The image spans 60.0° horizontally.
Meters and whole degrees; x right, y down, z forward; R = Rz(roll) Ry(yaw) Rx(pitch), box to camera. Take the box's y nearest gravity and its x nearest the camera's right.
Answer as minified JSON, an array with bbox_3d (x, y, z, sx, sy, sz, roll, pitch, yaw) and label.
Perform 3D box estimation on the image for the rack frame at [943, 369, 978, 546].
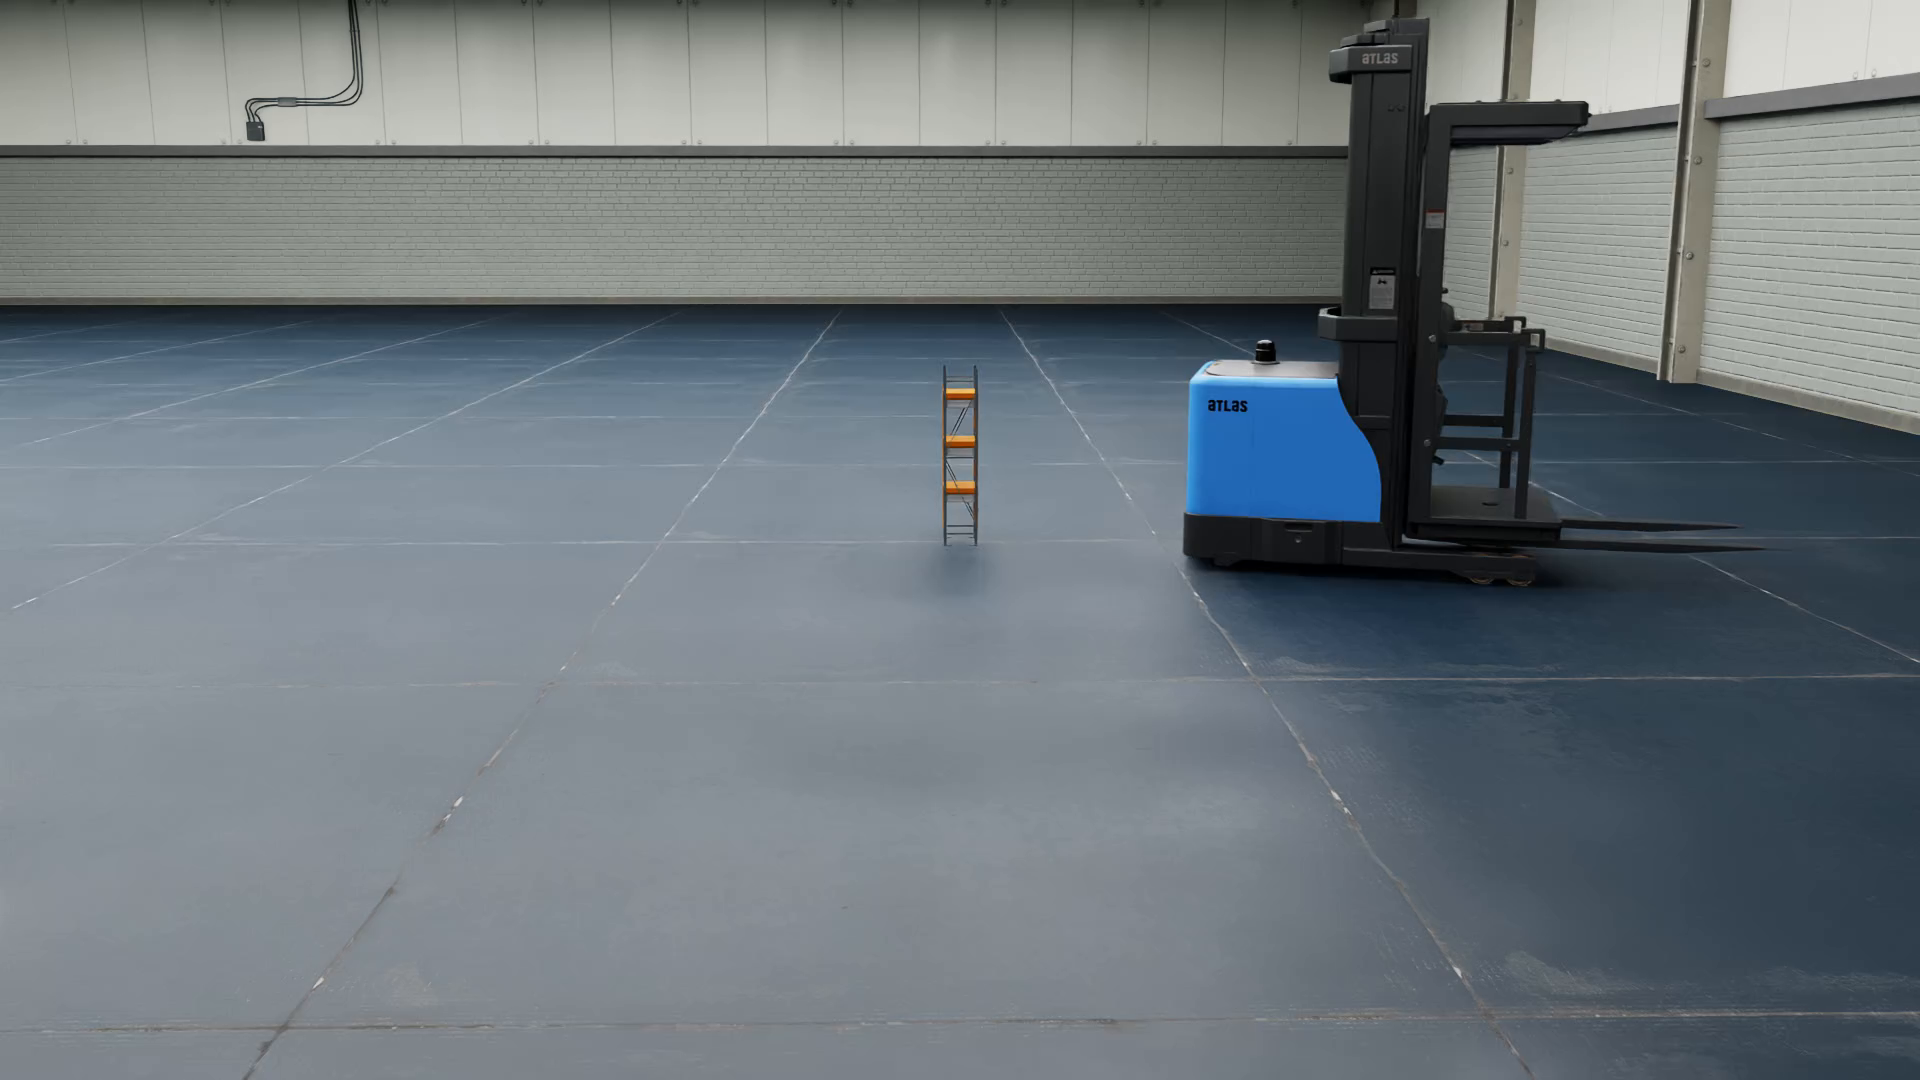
[{"bbox_3d":[0.004,-0.480,9.783,0.200,1.050,0.008,0,11,-1],"label":"rack frame"}]

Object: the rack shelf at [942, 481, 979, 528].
[{"bbox_3d":[0.001,-0.221,9.960,0.215,0.259,0.240,0,11,-1],"label":"rack shelf"}]

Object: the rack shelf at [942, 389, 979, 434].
[{"bbox_3d":[0.001,-0.772,9.848,0.215,0.259,0.240,0,11,-1],"label":"rack shelf"}]

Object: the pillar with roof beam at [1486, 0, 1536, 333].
[{"bbox_3d":[3.773,-7.401,23.907,9.100,9.000,0.400,0,11,-1],"label":"pillar with roof beam"}]

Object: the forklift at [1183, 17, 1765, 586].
[{"bbox_3d":[2.822,-1.306,9.124,3.031,2.935,1.130,3,12,13],"label":"forklift"}]

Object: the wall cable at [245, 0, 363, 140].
[{"bbox_3d":[-12.788,-10.776,31.987,2.305,6.003,0.169,0,11,-1],"label":"wall cable"}]

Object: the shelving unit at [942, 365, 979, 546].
[{"bbox_3d":[0.001,-0.504,9.902,0.215,1.050,0.252,0,11,-1],"label":"shelving unit"}]

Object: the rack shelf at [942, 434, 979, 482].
[{"bbox_3d":[0.001,-0.494,9.904,0.215,0.259,0.240,0,11,-1],"label":"rack shelf"}]

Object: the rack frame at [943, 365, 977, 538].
[{"bbox_3d":[-0.001,-0.528,10.022,0.200,1.050,0.008,0,11,-1],"label":"rack frame"}]

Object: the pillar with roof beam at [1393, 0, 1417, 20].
[{"bbox_3d":[3.649,-8.594,29.786,9.100,9.000,0.400,0,11,-1],"label":"pillar with roof beam"}]

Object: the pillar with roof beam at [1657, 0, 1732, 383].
[{"bbox_3d":[3.897,-6.208,18.028,9.100,9.000,0.400,0,11,-1],"label":"pillar with roof beam"}]
